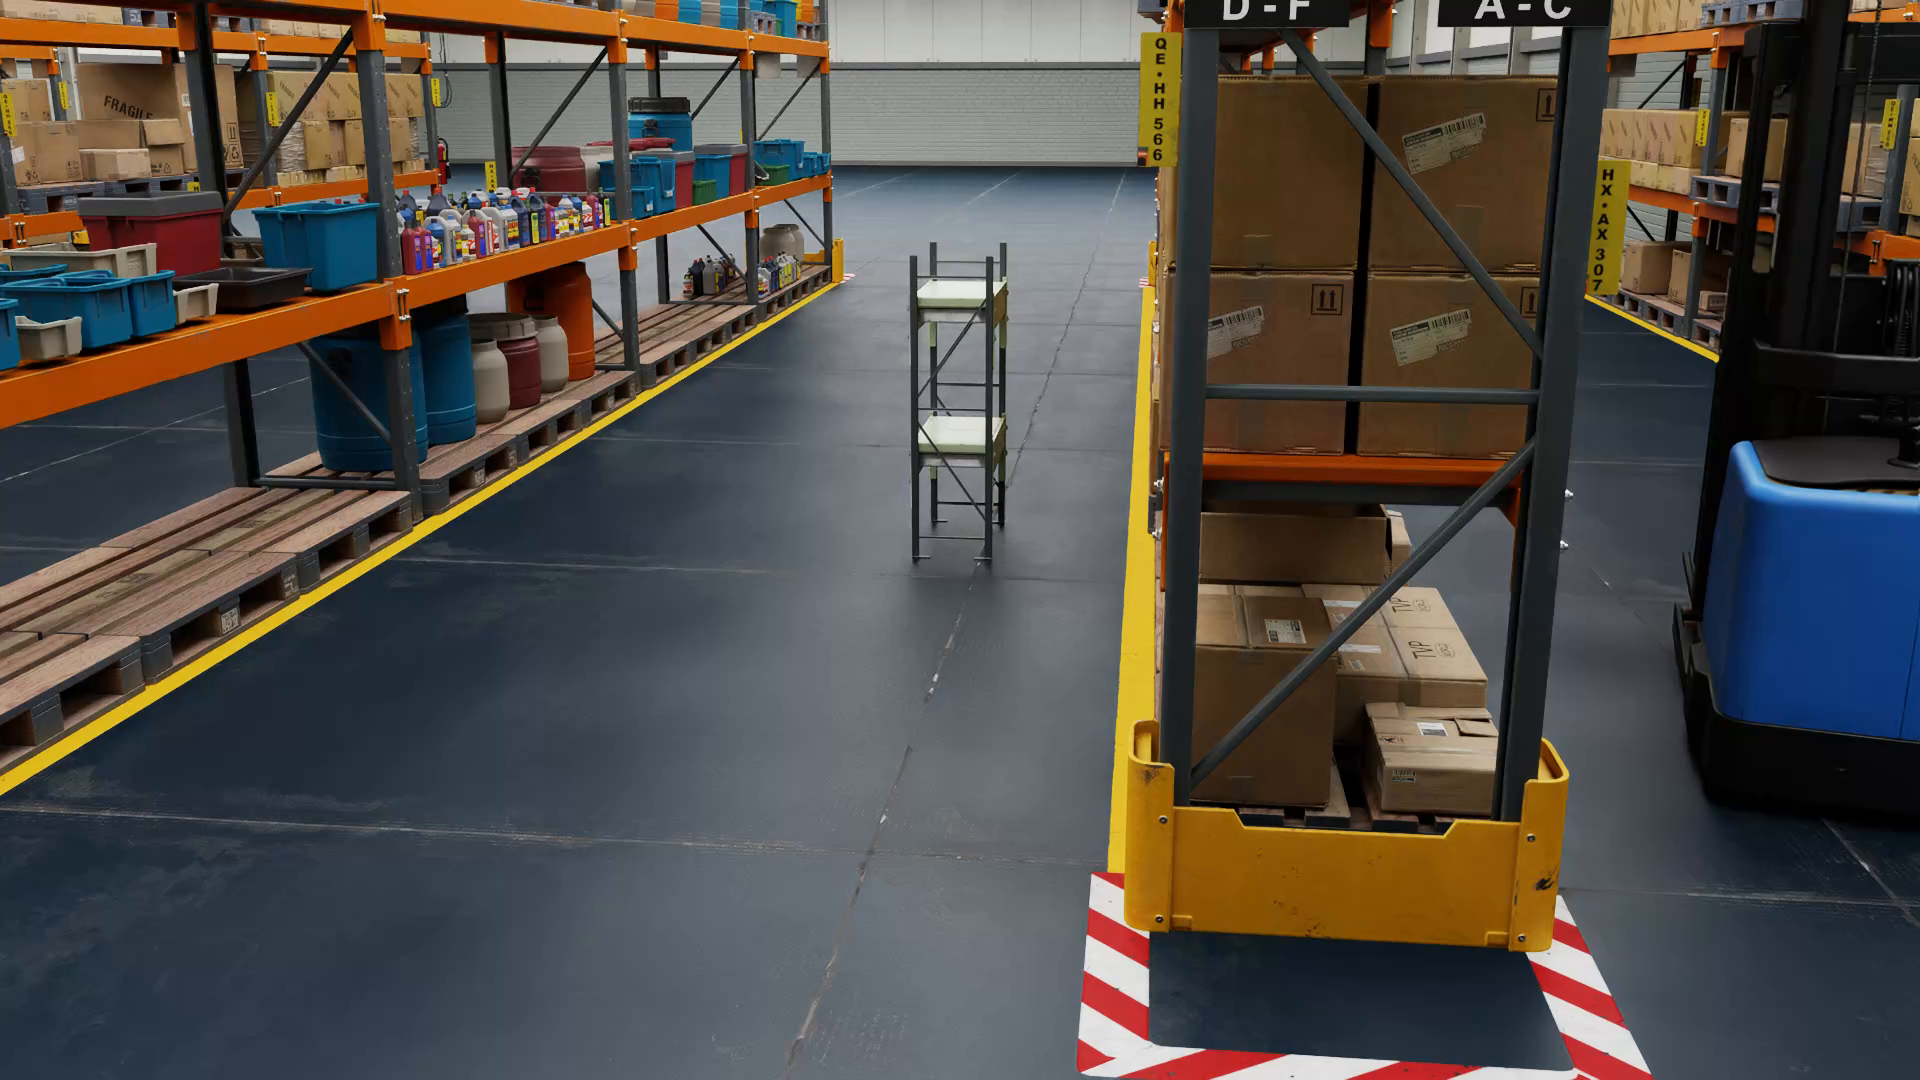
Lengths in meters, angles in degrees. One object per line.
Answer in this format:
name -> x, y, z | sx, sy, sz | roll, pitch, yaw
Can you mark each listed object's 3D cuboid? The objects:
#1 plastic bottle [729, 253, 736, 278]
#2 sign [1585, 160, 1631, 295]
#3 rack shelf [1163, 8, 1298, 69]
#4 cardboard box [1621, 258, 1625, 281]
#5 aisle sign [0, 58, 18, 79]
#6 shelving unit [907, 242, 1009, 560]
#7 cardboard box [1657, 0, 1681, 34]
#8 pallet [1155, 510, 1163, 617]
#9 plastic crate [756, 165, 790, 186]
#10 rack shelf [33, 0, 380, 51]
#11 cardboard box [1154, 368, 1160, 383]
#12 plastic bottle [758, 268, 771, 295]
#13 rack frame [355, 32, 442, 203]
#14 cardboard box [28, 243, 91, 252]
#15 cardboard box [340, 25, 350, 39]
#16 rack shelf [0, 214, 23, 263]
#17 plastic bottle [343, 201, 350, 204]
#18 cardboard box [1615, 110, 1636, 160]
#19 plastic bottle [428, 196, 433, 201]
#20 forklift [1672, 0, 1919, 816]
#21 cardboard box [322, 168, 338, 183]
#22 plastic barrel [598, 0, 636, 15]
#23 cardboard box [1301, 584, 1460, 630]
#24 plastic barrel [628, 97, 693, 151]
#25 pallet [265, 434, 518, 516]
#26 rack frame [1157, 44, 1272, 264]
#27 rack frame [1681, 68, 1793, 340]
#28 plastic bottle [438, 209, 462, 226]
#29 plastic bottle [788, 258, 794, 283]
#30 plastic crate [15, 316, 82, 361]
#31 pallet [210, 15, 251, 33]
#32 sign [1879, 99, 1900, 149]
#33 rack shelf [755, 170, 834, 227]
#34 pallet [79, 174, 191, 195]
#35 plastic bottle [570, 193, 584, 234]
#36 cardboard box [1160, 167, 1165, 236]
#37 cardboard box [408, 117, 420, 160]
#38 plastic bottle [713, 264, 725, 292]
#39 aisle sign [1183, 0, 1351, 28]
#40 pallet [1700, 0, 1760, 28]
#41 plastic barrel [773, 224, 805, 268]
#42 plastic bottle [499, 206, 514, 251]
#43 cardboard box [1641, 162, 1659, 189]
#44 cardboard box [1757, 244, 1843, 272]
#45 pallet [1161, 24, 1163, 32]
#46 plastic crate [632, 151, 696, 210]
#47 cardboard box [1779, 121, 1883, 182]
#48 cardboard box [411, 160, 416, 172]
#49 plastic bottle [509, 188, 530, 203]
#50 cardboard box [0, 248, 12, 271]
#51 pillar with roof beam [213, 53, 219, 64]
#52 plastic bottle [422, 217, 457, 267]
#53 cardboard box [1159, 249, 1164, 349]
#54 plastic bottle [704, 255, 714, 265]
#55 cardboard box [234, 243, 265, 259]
plastic bottle -> -2.582, -3.098, 18.758 | 0.097, 0.271, 0.097 | 0, 15, 0
sign -> 1.588, -0.770, 4.103 | 0.100, 0.325, 0.005 | 2, 15, 6
rack shelf -> 2.177, -4.062, 13.569 | 1.077, 0.370, 4.000 | 2, 15, 6
cardboard box -> 7.545, -2.962, 18.178 | 0.500, 0.311, 0.500 | 3, 15, 11
aisle sign -> -12.196, -6.265, 21.103 | 0.394, 0.787, 0.004 | 2, 15, 6
shelving unit -> 0.001, -0.726, 8.473 | 0.431, 1.500, 0.755 | 2, 15, 6
cardboard box -> 7.231, -5.255, 16.372 | 0.500, 0.500, 0.500 | 1, 15, 4
pallet -> 1.421, 0.119, 7.817 | 1.003, 0.211, 1.213 | 2, 15, 6
plastic crate -> -2.085, -3.868, 17.627 | 0.450, 0.188, 0.662 | 2, 15, 6
rack shelf -> -3.647, -2.134, 6.439 | 1.077, 0.370, 4.000 | 2, 15, 6
cardboard box -> 1.335, -0.675, 9.358 | 0.500, 0.500, 0.500 | 2, 15, 6
plastic bottle -> -2.038, -2.679, 17.197 | 0.152, 0.276, 0.135 | 2, 15, 8
rack frame -> -6.989, -4.810, 20.704 | 1.000, 3.000, 0.127 | 2, 15, 6
cardboard box -> -7.796, -2.415, 14.358 | 0.500, 0.250, 0.500 | 3, 16, 13
cardboard box -> -6.962, -5.660, 18.389 | 0.500, 0.250, 0.500 | 1, 15, 5
rack shelf -> -8.117, -1.869, 11.206 | 1.077, 0.370, 4.000 | 2, 15, 6
plastic bottle -> -3.500, -1.772, 9.563 | 0.144, 0.351, 0.185 | 2, 15, 6
cardboard box -> 7.294, -4.295, 17.612 | 0.500, 0.500, 0.500 | 1, 15, 4
plastic bottle -> -3.516, -2.132, 11.023 | 0.061, 0.283, 0.133 | 2, 15, 6
forklift -> 3.446, -0.861, 6.232 | 1.130, 2.935, 3.031 | 6, 16, 20
cardboard box -> -6.987, -3.957, 18.031 | 0.380, 0.149, 0.250 | 2, 15, 6
plastic barrel -> -2.631, -4.163, 12.350 | 0.421, 0.512, 0.421 | 0, 15, 0
cardboard box -> 1.505, 0.355, 6.026 | 0.500, 0.250, 0.500 | 2, 15, 6
plastic barrel -> -2.863, -3.777, 15.925 | 0.600, 0.901, 0.708 | 2, 15, 6
pallet -> -3.293, -0.405, 9.754 | 1.003, 0.211, 1.213 | 2, 15, 6
rack frame -> 2.403, -3.480, 15.785 | 1.000, 3.000, 0.127 | 2, 15, 6
rack frame -> 7.325, -3.335, 15.249 | 1.000, 3.000, 0.127 | 2, 15, 6
plastic bottle -> -3.037, -1.845, 9.978 | 0.152, 0.276, 0.135 | 2, 15, 6
plastic bottle -> -1.910, -2.972, 18.282 | 0.152, 0.276, 0.135 | 1, 15, 5
plastic crate -> -3.323, -0.727, 5.995 | 0.250, 0.136, 0.298 | 2, 15, 6
pallet -> -7.616, -4.973, 15.920 | 1.213, 0.211, 1.003 | 2, 15, 6
sign -> 6.333, -2.832, 11.321 | 0.100, 0.325, 0.005 | 2, 15, 6
rack shelf -> -2.293, -3.798, 18.340 | 1.077, 0.370, 4.000 | 2, 15, 6
pallet -> -7.709, -3.157, 14.959 | 1.003, 0.211, 1.213 | 2, 15, 6
plastic bottle -> -2.671, -2.270, 11.557 | 0.097, 0.271, 0.097 | 0, 15, 0
cardboard box -> 0.935, -1.288, 5.571 | 0.500, 0.500, 0.500 | 2, 15, 8
cardboard box -> -7.078, -4.860, 20.128 | 0.875, 0.500, 0.500 | 2, 15, 6
plastic bottle -> -2.561, -2.752, 17.467 | 0.152, 0.276, 0.135 | 2, 15, 6
aisle sign -> 0.736, -1.614, 3.903 | 0.394, 0.787, 0.004 | 2, 15, 6
pallet -> 7.149, -4.535, 14.301 | 1.213, 0.211, 1.003 | 2, 15, 6
plastic barrel -> -2.066, -3.493, 19.795 | 0.421, 0.512, 0.421 | 0, 15, 0
plastic bottle -> -2.820, -1.928, 10.293 | 0.097, 0.271, 0.097 | 0, 15, 0
cardboard box -> 7.183, -3.664, 16.714 | 0.500, 0.250, 0.500 | 2, 15, 6
cardboard box -> 7.212, -2.397, 14.289 | 0.500, 0.250, 0.500 | 1, 15, 5
pallet -> 2.613, -5.423, 17.393 | 1.003, 0.211, 1.213 | 2, 15, 6
plastic crate -> -2.484, -3.030, 14.000 | 0.402, 0.464, 0.583 | 2, 15, 6
cardboard box -> 7.120, -3.148, 13.524 | 0.700, 0.500, 0.500 | 4, 16, 14
cardboard box -> -6.845, -4.544, 20.201 | 0.380, 0.149, 0.250 | 2, 15, 6
plastic bottle -> -3.189, -2.422, 12.111 | 0.152, 0.276, 0.135 | 2, 15, 6
cardboard box -> -7.990, -1.734, 12.594 | 1.225, 0.875, 0.875 | 1, 15, 4
pillar with roof beam -> -15.756, -14.087, 43.519 | 9.100, 9.000, 0.400 | 2, 15, 6
plastic bottle -> -2.949, -1.696, 9.424 | 0.152, 0.276, 0.135 | 2, 15, 6
cardboard box -> 1.002, -0.935, 6.180 | 0.500, 0.500, 0.500 | 1, 15, 5
plastic bottle -> -2.674, -2.869, 17.759 | 0.144, 0.351, 0.185 | 2, 15, 6
cardboard box -> -7.355, -2.871, 17.518 | 0.500, 0.500, 0.500 | 1, 15, 5
